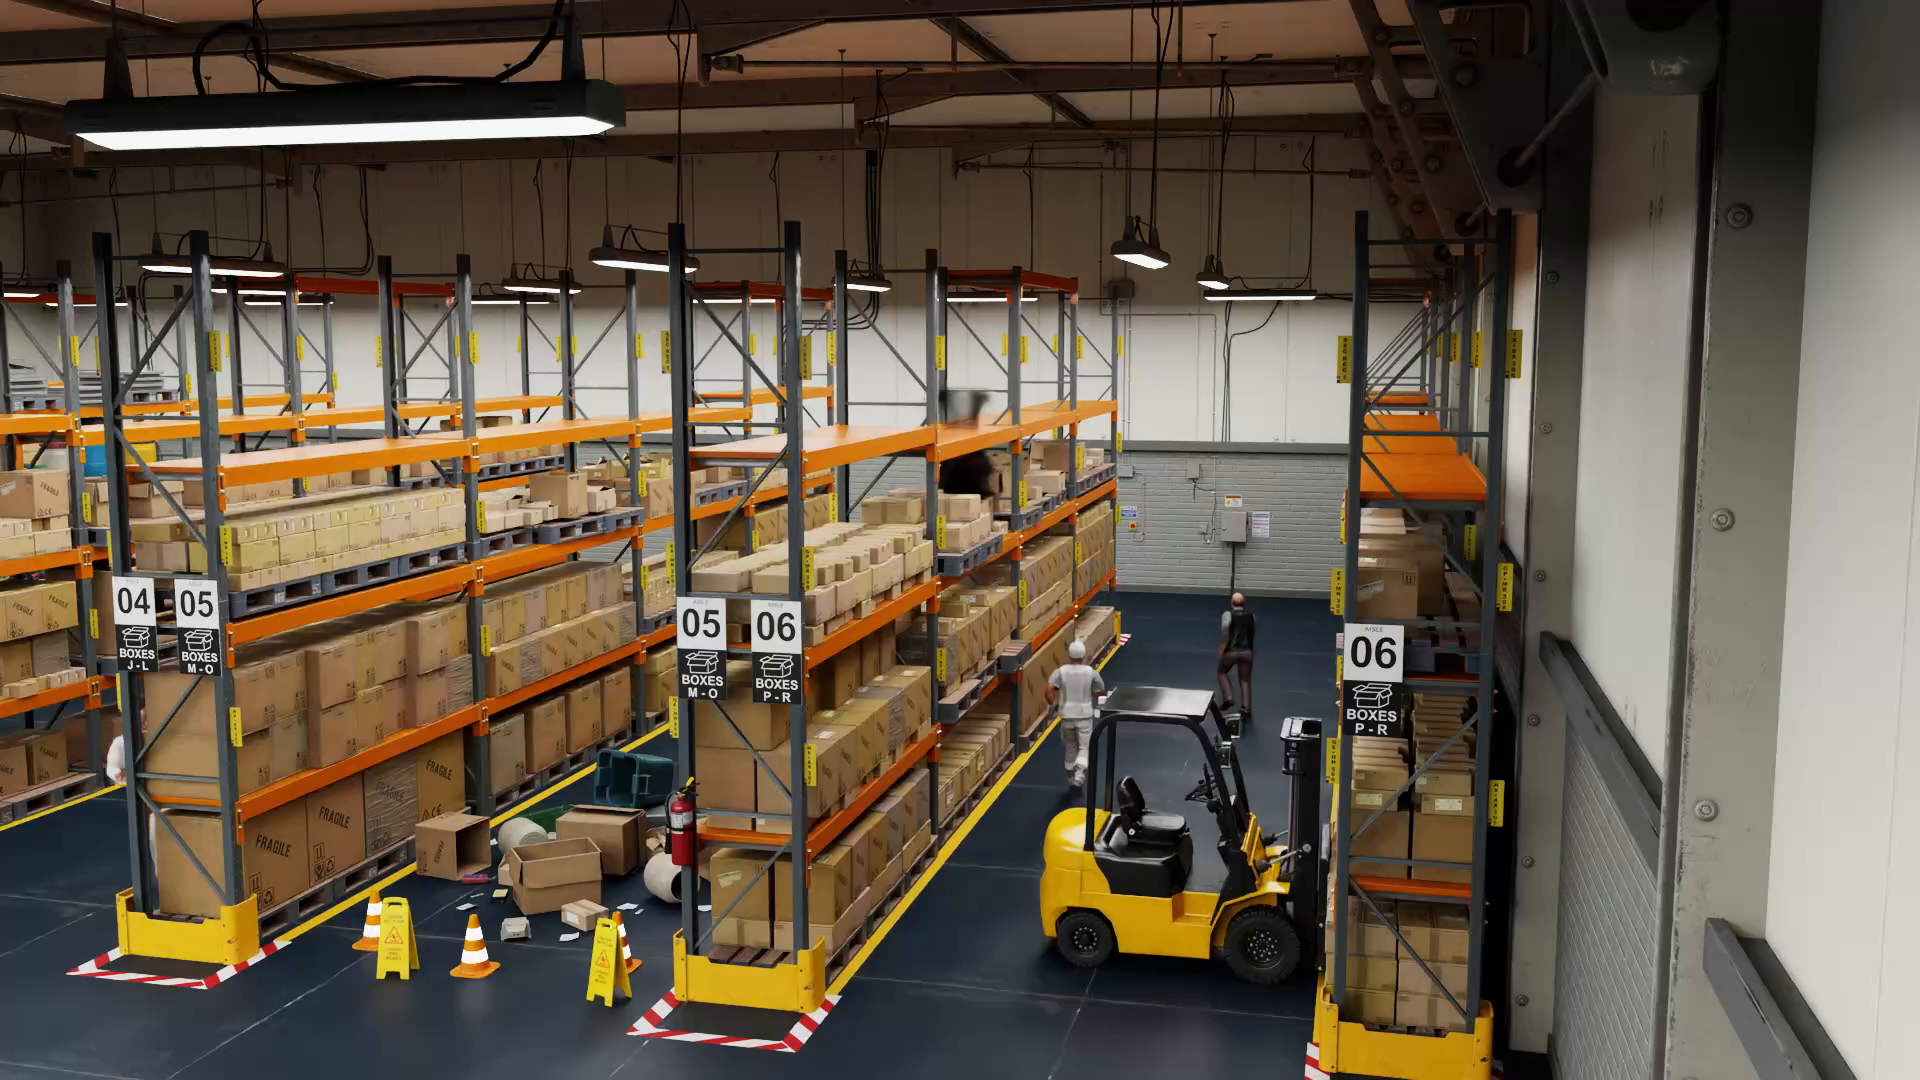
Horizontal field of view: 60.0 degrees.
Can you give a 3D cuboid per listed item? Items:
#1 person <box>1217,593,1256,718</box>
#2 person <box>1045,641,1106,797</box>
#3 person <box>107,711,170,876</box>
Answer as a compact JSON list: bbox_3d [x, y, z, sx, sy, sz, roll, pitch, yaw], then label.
[{"bbox_3d":[3.800,1.564,22.756,0.572,1.643,0.915,-1,7,-7],"label":"person"},{"bbox_3d":[1.302,1.992,18.611,0.657,1.764,1.000,2,7,12],"label":"person"},{"bbox_3d":[-7.609,2.410,15.651,0.628,1.730,1.012,1,7,6],"label":"person"}]
